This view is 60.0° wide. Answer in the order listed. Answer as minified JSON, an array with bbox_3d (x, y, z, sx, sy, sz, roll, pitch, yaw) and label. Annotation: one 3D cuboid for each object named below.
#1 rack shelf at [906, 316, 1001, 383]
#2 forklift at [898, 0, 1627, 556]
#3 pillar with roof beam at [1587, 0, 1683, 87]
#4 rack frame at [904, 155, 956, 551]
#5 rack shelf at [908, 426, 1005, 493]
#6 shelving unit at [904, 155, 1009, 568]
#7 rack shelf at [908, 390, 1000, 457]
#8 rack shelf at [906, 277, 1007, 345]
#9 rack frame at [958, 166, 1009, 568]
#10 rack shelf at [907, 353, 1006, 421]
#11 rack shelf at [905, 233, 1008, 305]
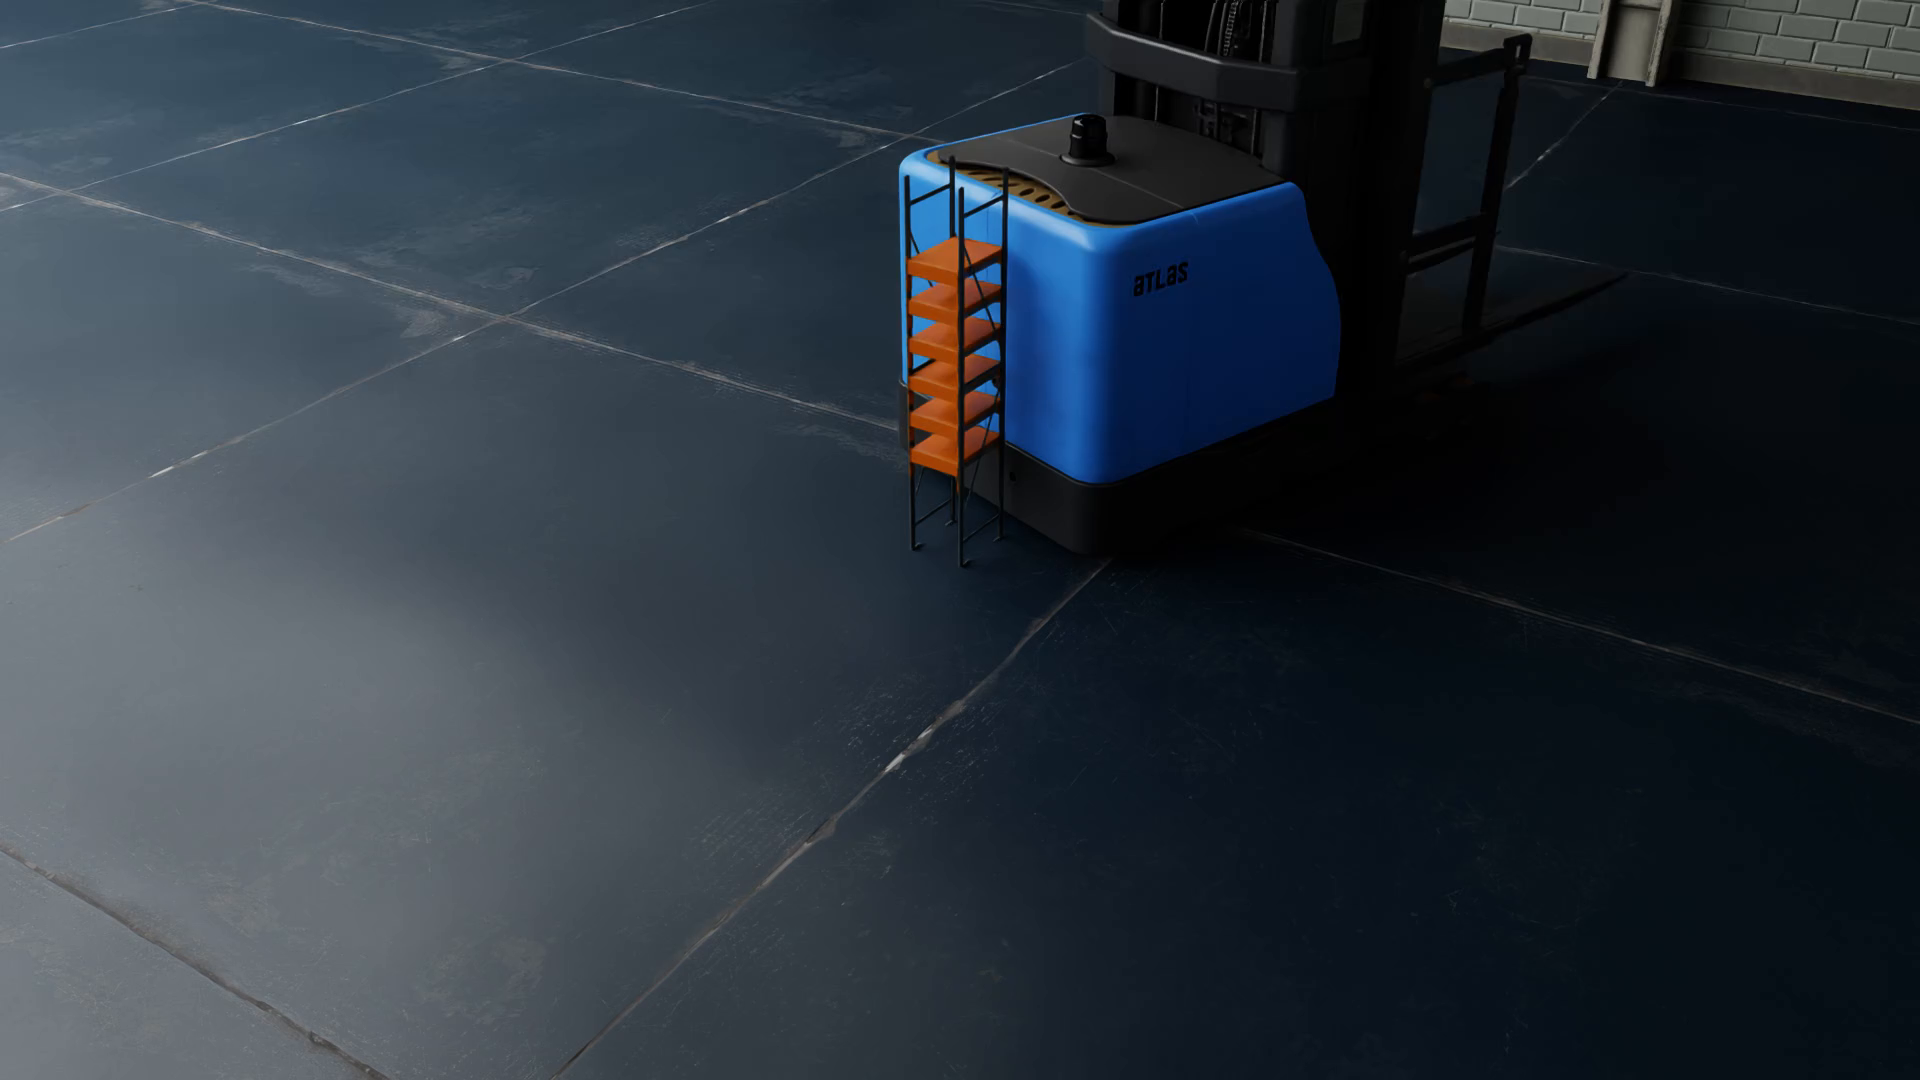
[{"bbox_3d":[-0.009,-0.572,4.891,0.180,0.103,0.258,19,35,29],"label":"rack shelf"},{"bbox_3d":[1.268,-1.809,5.442,3.031,2.935,1.130,-21,36,-32],"label":"forklift"},{"bbox_3d":[1.744,-4.853,4.638,0.400,9.000,9.100,18,35,27],"label":"pillar with roof beam"},{"bbox_3d":[-0.085,-0.533,4.974,0.006,1.200,0.240,19,35,29],"label":"rack frame"},{"bbox_3d":[-0.009,-0.262,5.072,0.180,0.103,0.258,19,35,29],"label":"rack shelf"},{"bbox_3d":[-0.009,-0.507,4.929,0.189,1.200,0.258,19,35,29],"label":"shelving unit"},{"bbox_3d":[-0.009,-0.365,5.012,0.180,0.103,0.258,19,35,29],"label":"rack shelf"},{"bbox_3d":[-0.009,-0.676,4.830,0.180,0.103,0.258,19,35,29],"label":"rack shelf"},{"bbox_3d":[0.066,-0.481,4.884,0.006,1.200,0.240,19,35,29],"label":"rack frame"},{"bbox_3d":[-0.009,-0.469,4.951,0.180,0.103,0.258,19,35,29],"label":"rack shelf"},{"bbox_3d":[-0.009,-0.780,4.770,0.180,0.103,0.258,19,35,29],"label":"rack shelf"}]
